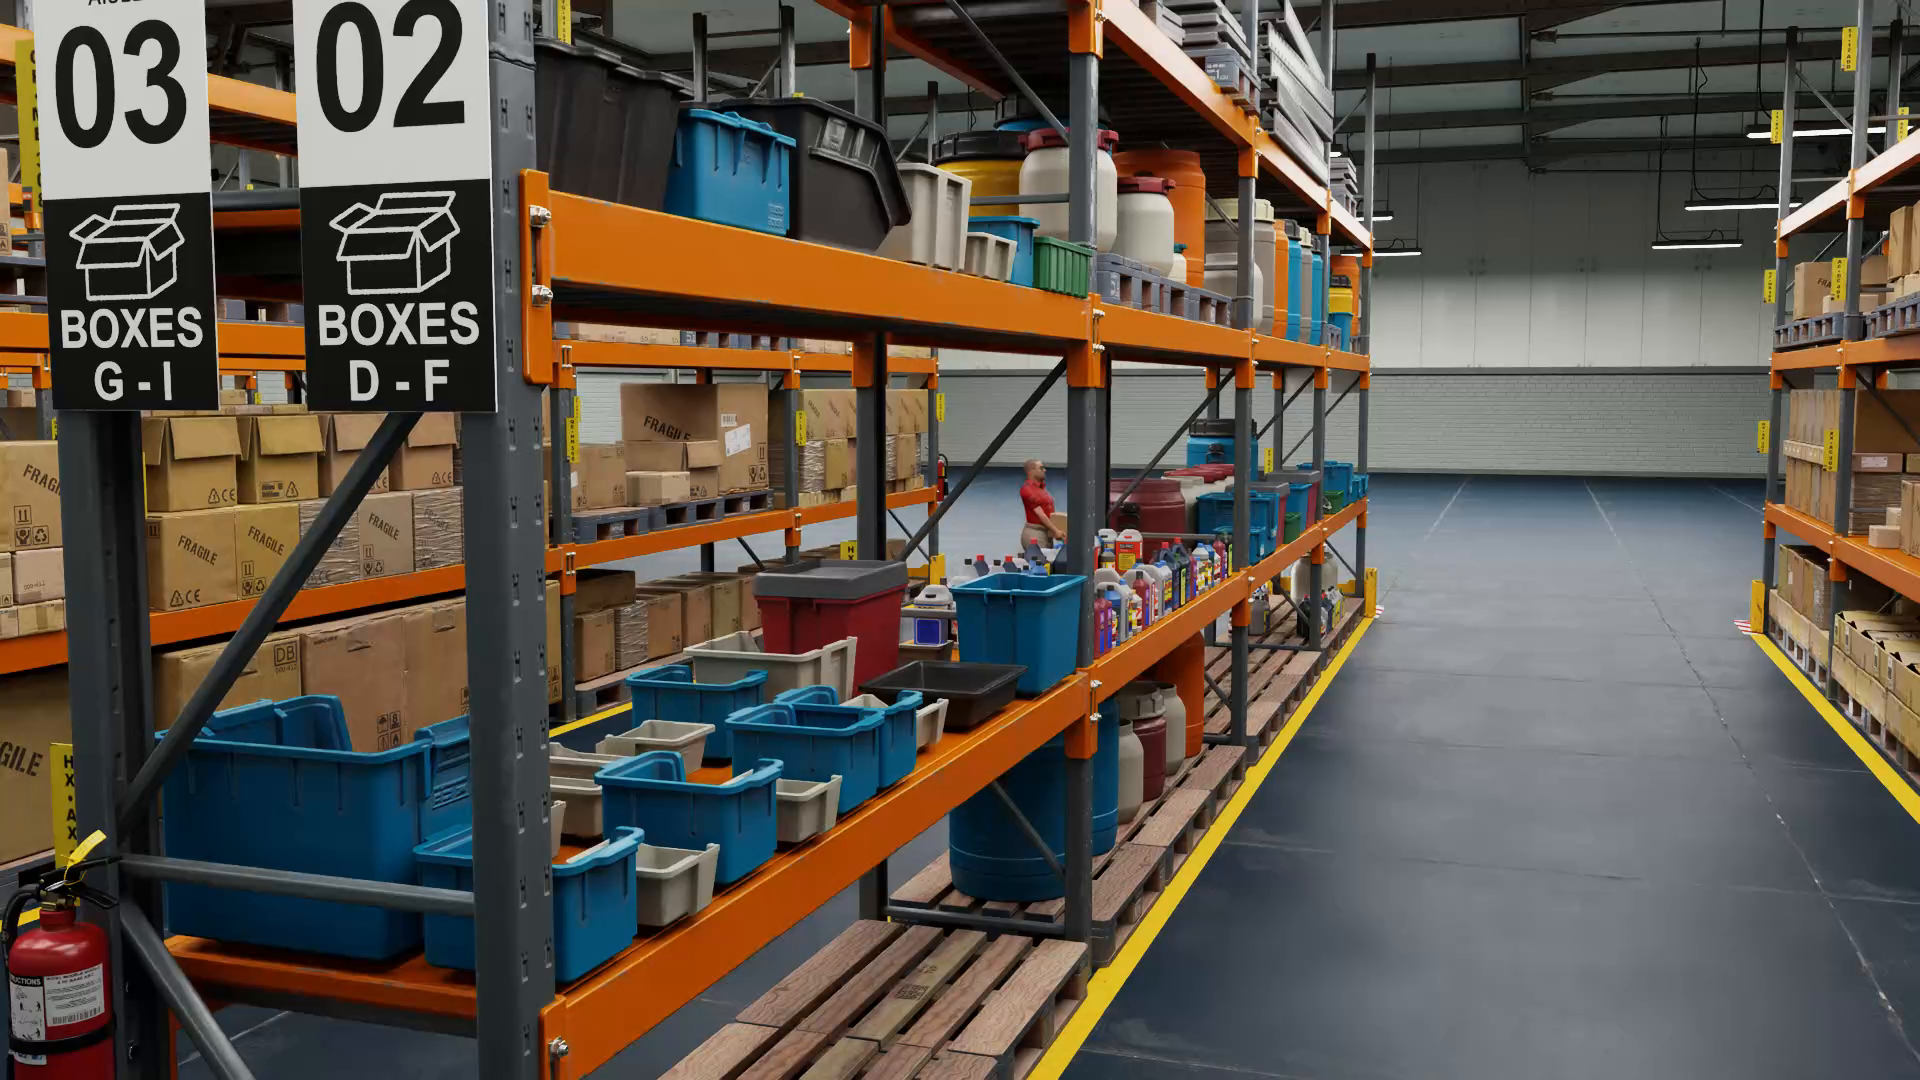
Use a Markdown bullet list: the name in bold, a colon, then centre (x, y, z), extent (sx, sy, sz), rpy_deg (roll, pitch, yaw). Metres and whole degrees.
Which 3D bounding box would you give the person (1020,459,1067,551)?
- **person**: centre (0.927, 0.002, 17.633), extent (0.530, 1.712, 0.493), rpy_deg (2, 5, 19)
